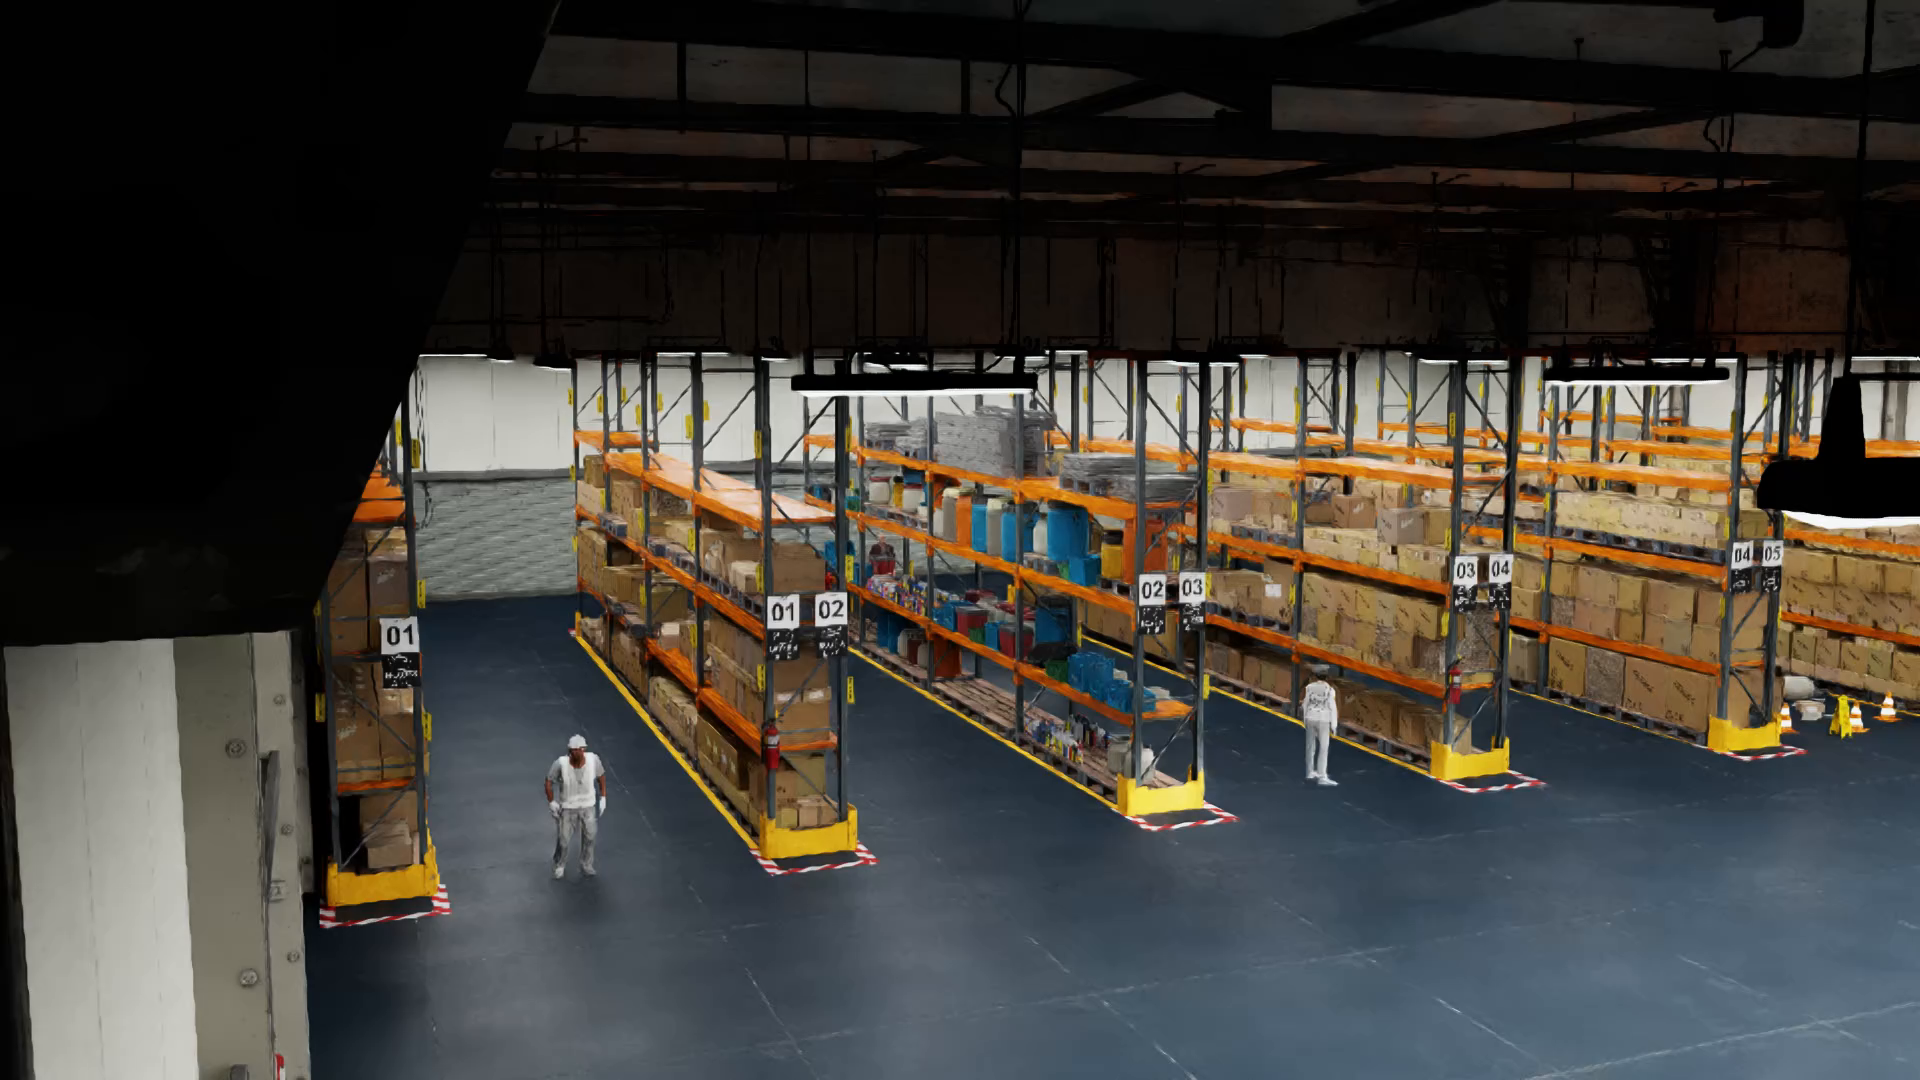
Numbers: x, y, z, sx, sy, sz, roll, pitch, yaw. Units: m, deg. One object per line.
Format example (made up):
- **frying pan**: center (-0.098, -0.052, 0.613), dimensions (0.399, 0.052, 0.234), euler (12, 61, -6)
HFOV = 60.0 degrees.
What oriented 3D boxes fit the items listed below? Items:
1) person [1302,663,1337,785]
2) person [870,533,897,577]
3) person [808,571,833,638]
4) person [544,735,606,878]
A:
- **person**: center (5.082, 2.579, 23.427), dimensions (0.555, 1.684, 0.431), euler (6, 9, 39)
- **person**: center (-1.788, 0.682, 38.553), dimensions (0.603, 1.724, 1.107), euler (-3, 8, -22)
- **person**: center (-2.941, 1.189, 34.731), dimensions (0.580, 1.666, 0.985), euler (0, 7, -1)
- **person**: center (-4.449, 3.087, 19.298), dimensions (0.702, 1.735, 0.549), euler (-3, 8, -23)
